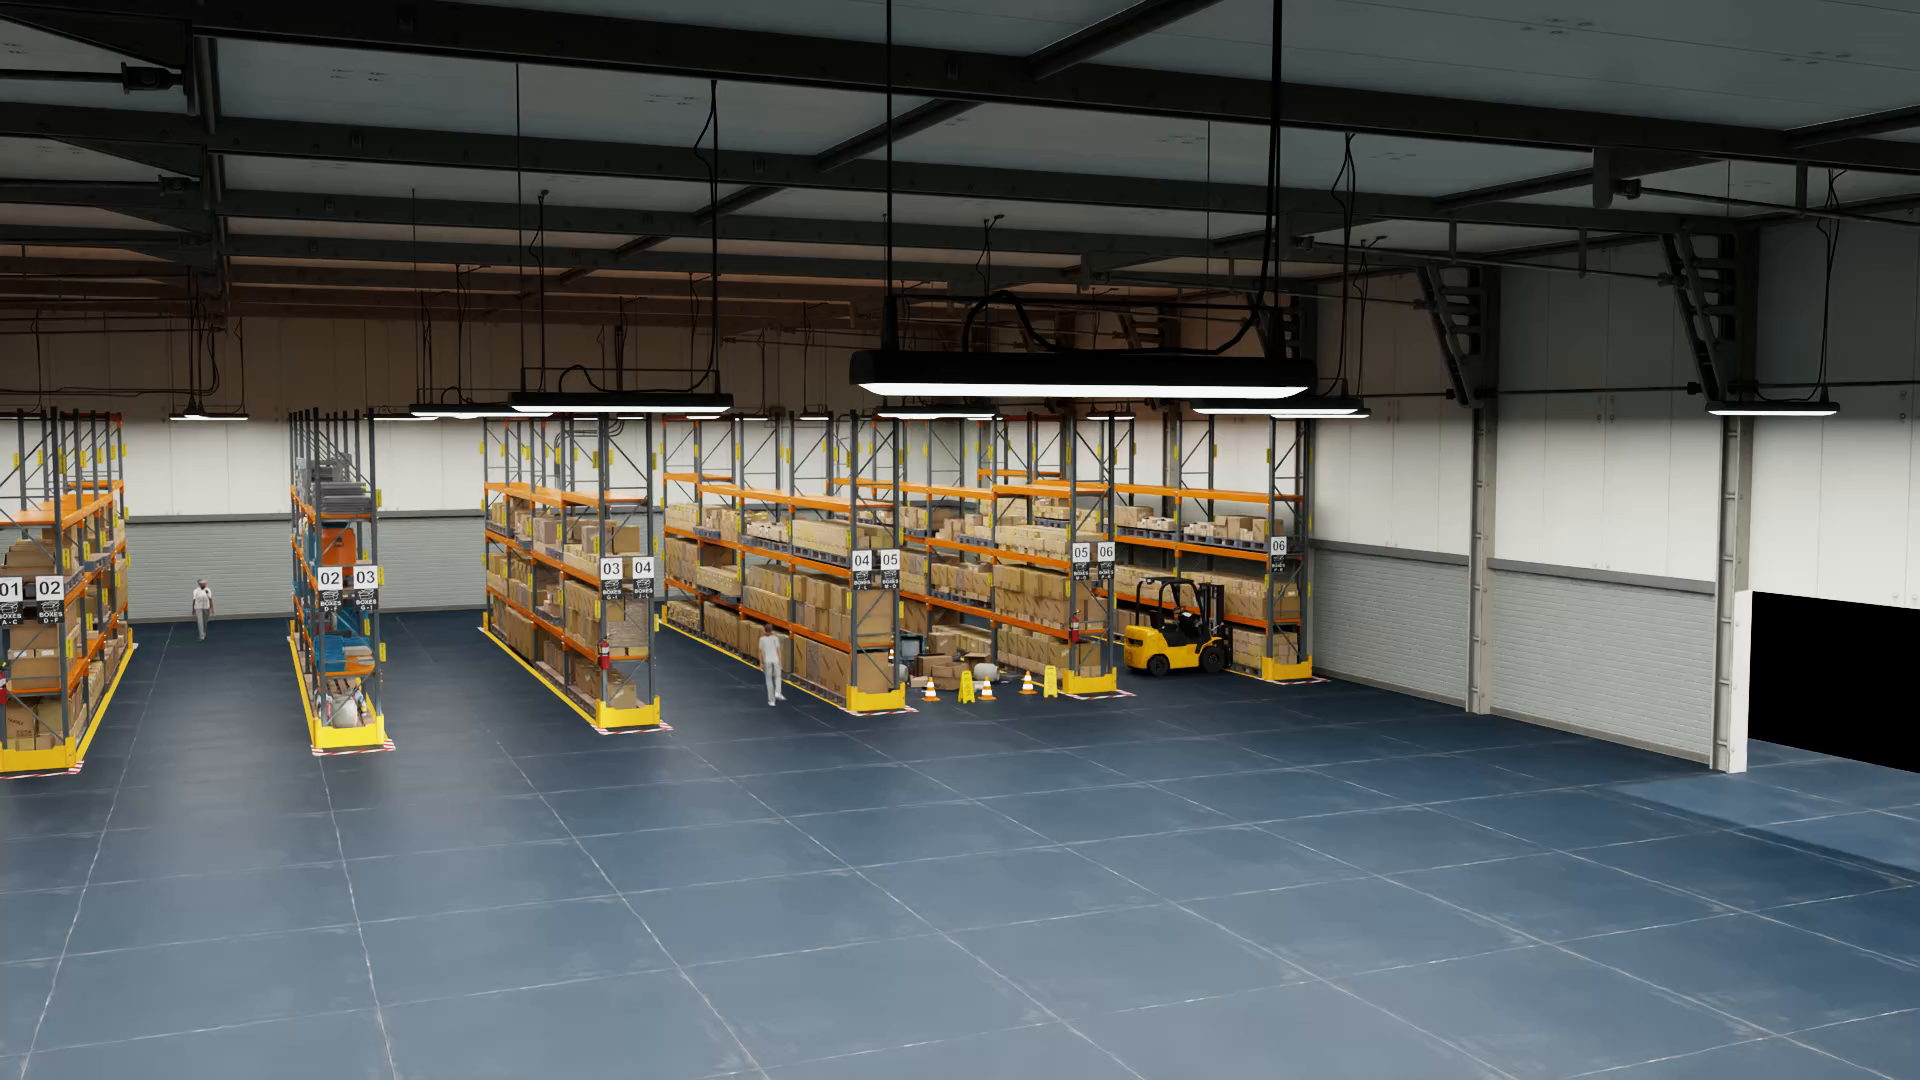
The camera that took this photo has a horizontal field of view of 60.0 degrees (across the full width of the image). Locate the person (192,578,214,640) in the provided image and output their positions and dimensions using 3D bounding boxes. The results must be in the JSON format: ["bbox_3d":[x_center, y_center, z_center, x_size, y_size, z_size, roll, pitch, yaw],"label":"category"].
[{"bbox_3d":[-20.078,1.809,44.106,0.501,1.619,1.042,-3,5,-33],"label":"person"}]

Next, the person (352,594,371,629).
[{"bbox_3d":[-16.708,1.621,45.807,0.832,1.757,0.553,-2,4,-26],"label":"person"}]

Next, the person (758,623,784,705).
[{"bbox_3d":[-3.833,2.519,33.793,0.508,1.661,0.472,-1,4,-14],"label":"person"}]
